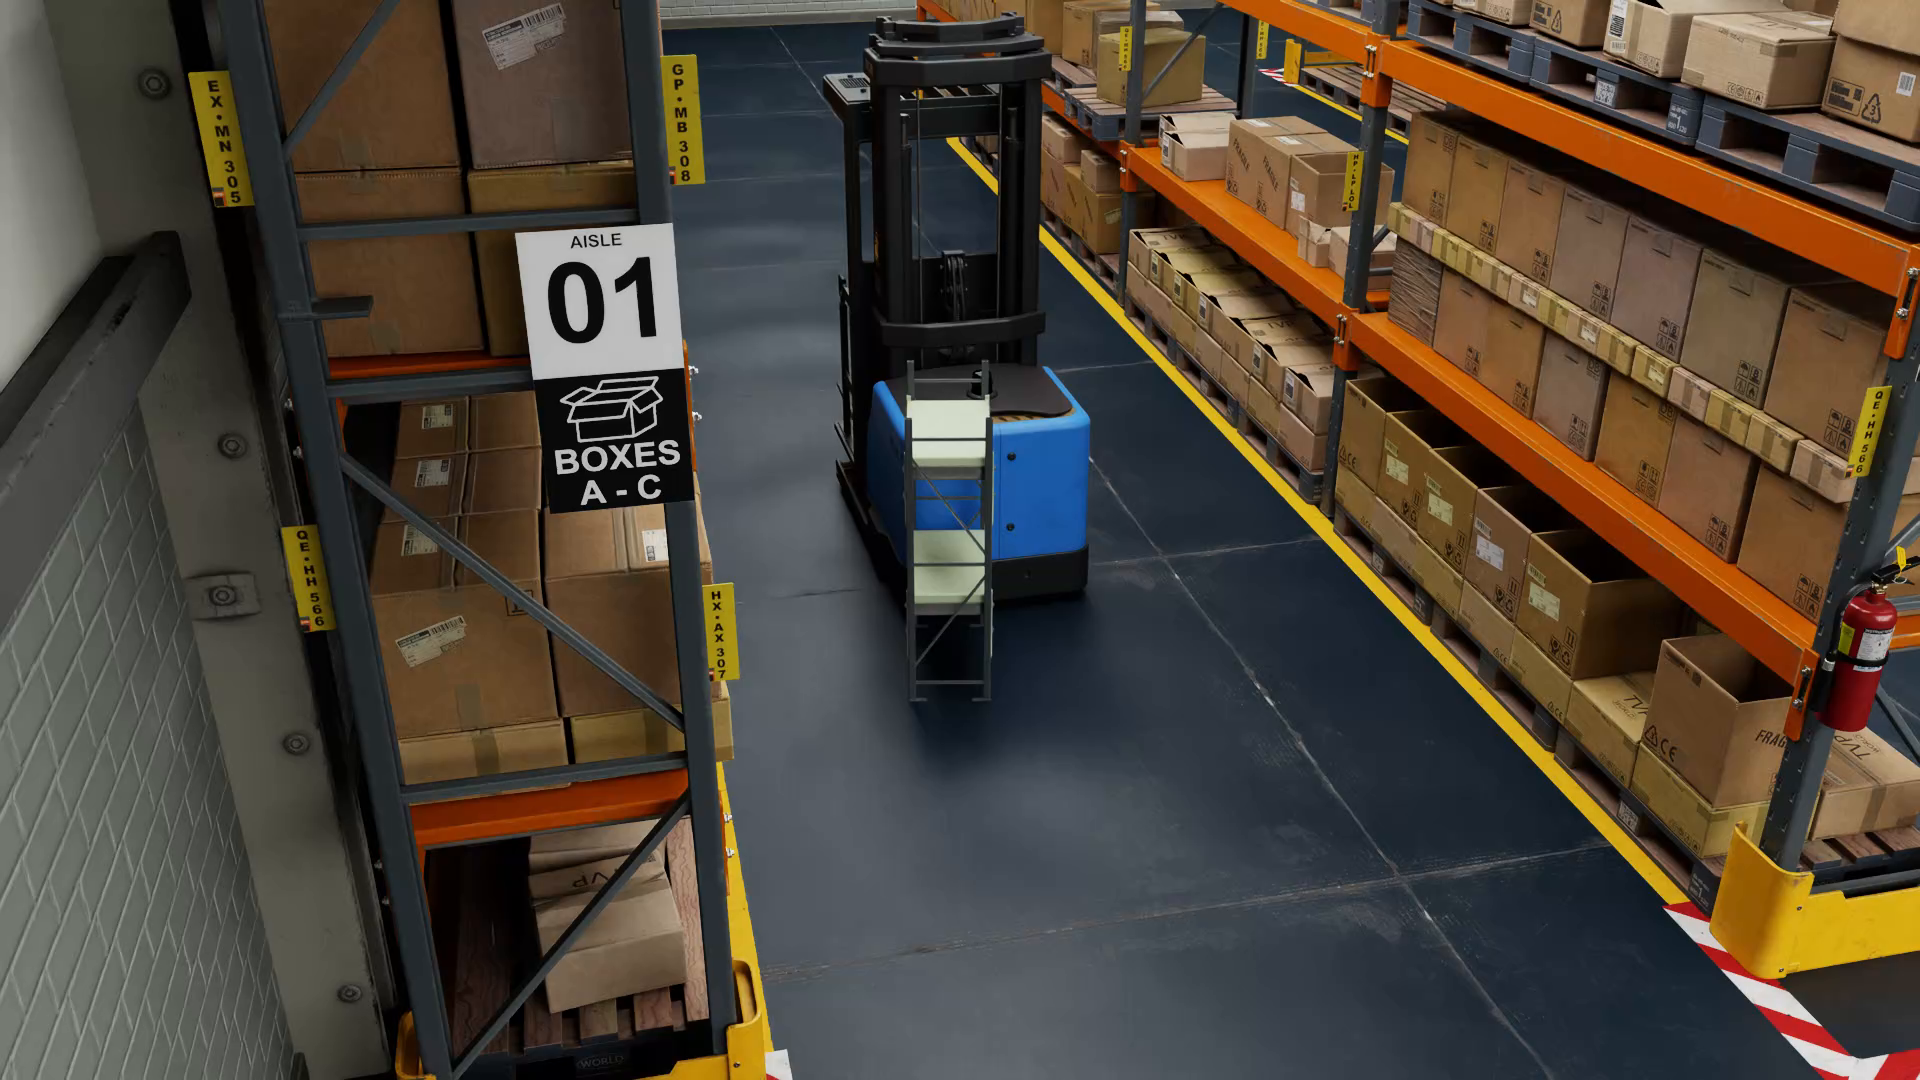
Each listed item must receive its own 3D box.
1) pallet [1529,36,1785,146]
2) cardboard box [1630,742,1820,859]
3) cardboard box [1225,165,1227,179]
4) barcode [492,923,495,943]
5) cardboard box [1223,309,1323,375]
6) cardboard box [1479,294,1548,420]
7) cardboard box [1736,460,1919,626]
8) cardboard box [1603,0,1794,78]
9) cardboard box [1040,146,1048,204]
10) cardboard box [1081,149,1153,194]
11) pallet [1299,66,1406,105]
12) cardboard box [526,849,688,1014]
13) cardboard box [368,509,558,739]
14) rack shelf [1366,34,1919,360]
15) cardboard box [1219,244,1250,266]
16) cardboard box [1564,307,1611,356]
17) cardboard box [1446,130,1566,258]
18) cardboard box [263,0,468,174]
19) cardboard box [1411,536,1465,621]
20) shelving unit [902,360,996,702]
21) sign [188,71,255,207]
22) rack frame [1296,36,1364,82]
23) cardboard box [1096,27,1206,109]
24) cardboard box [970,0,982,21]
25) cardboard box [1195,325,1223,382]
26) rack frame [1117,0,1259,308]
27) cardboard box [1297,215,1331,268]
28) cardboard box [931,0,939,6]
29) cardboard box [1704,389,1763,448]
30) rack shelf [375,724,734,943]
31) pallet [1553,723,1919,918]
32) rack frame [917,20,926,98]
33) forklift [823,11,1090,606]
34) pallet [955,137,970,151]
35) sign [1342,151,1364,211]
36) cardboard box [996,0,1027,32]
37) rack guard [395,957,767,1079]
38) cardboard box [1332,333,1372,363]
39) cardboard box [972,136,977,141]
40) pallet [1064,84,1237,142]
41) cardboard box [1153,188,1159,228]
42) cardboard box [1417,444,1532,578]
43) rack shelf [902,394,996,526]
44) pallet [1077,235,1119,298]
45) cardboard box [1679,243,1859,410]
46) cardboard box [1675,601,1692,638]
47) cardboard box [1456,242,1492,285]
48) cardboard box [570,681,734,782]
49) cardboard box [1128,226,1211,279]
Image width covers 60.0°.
[{"bbox_3d":[3.174,-1.937,7.028,1.003,0.211,1.213,-6,27,-12],"label":"pallet"},{"bbox_3d":[3.178,1.047,6.932,0.500,0.250,0.500,-6,27,-12],"label":"cardboard box"},{"bbox_3d":[2.126,-2.633,11.917,0.380,0.149,0.250,-4,27,-8],"label":"cardboard box"},{"bbox_3d":[-1.701,1.437,6.060,0.001,0.075,0.075,-6,27,-12],"label":"barcode"},{"bbox_3d":[2.081,-1.350,11.058,0.500,0.311,0.500,-6,27,-12],"label":"cardboard box"},{"bbox_3d":[3.025,-0.943,8.177,0.700,0.500,0.500,-6,27,-11],"label":"cardboard box"},{"bbox_3d":[3.494,-0.038,6.386,0.700,0.500,0.500,-6,27,-12],"label":"cardboard box"},{"bbox_3d":[2.945,-2.060,6.650,0.500,0.311,0.500,-3,27,-6],"label":"cardboard box"},{"bbox_3d":[0.990,-3.446,15.534,0.500,0.500,0.500,-6,27,-11],"label":"cardboard box"},{"bbox_3d":[1.327,-3.126,14.068,0.500,0.250,0.500,-5,27,-10],"label":"cardboard box"},{"bbox_3d":[4.955,-5.702,20.813,1.003,0.211,1.213,-6,27,-12],"label":"pallet"},{"bbox_3d":[-1.307,1.408,6.127,0.500,0.311,0.500,-9,28,-17],"label":"cardboard box"},{"bbox_3d":[-1.552,0.255,5.228,0.500,0.500,0.500,-6,27,-12],"label":"cardboard box"},{"bbox_3d":[3.136,-1.683,7.226,1.077,0.370,4.000,-6,27,-12],"label":"rack shelf"},{"bbox_3d":[2.265,-2.077,12.500,0.500,0.311,0.500,-6,27,-12],"label":"cardboard box"},{"bbox_3d":[2.963,-0.951,7.474,0.380,0.149,0.250,-6,27,-12],"label":"cardboard box"},{"bbox_3d":[2.906,-1.751,8.340,0.700,0.500,0.500,-6,27,-12],"label":"cardboard box"},{"bbox_3d":[-1.591,-1.285,4.394,0.500,0.500,0.500,-5,27,-9],"label":"cardboard box"},{"bbox_3d":[2.709,0.171,8.668,0.500,0.250,0.500,-6,27,-12],"label":"cardboard box"},{"bbox_3d":[-0.055,-0.045,8.175,0.431,1.500,0.755,0,27,-1],"label":"shelving unit"},{"bbox_3d":[-1.784,-0.970,4.031,0.100,0.325,0.005,-6,27,-12],"label":"sign"},{"bbox_3d":[4.807,-7.313,20.910,1.000,3.000,0.127,-6,27,-12],"label":"rack frame"},{"bbox_3d":[1.532,-3.797,13.366,0.700,0.500,0.500,-16,31,-29],"label":"cardboard box"},{"bbox_3d":[0.402,-5.520,17.246,0.500,0.500,0.500,-5,27,-10],"label":"cardboard box"},{"bbox_3d":[1.968,-1.326,11.635,0.500,0.250,0.500,-5,27,-11],"label":"cardboard box"},{"bbox_3d":[1.783,-3.300,12.958,1.000,3.000,0.127,-6,27,-12],"label":"rack frame"},{"bbox_3d":[2.308,-1.851,10.237,0.396,0.266,0.258,-7,28,-13],"label":"cardboard box"},{"bbox_3d":[-0.055,-6.409,19.007,0.500,0.500,0.500,-6,27,-12],"label":"cardboard box"},{"bbox_3d":[3.196,-0.497,6.575,0.380,0.149,0.250,-6,27,-12],"label":"cardboard box"},{"bbox_3d":[-1.690,0.160,6.902,1.077,0.370,4.000,-6,27,-12],"label":"rack shelf"},{"bbox_3d":[3.373,1.126,7.285,1.003,0.211,1.213,-6,27,-12],"label":"pallet"},{"bbox_3d":[-0.019,-6.812,19.916,1.000,3.000,0.127,-6,27,-12],"label":"rack frame"},{"bbox_3d":[-0.150,-1.584,9.636,1.130,2.935,3.031,-6,27,-12],"label":"forklift"},{"bbox_3d":[0.450,-4.649,18.726,1.003,0.211,1.213,-6,27,-12],"label":"pallet"},{"bbox_3d":[2.158,-1.966,9.119,0.100,0.325,0.005,-6,27,-12],"label":"sign"},{"bbox_3d":[0.771,-5.057,15.863,0.700,0.500,0.500,-16,31,-29],"label":"cardboard box"},{"bbox_3d":[-1.256,1.800,5.630,1.175,0.500,0.348,-6,27,-12],"label":"rack guard"},{"bbox_3d":[2.727,-1.181,10.724,0.500,0.311,0.500,-6,27,-12],"label":"cardboard box"},{"bbox_3d":[0.334,-4.359,17.733,0.380,0.149,0.250,-6,27,-12],"label":"cardboard box"},{"bbox_3d":[1.562,-3.504,13.577,1.213,0.211,1.003,-6,27,-12],"label":"pallet"},{"bbox_3d":[1.836,-2.838,14.330,0.500,0.500,0.500,-7,28,-13],"label":"cardboard box"},{"bbox_3d":[2.710,-0.164,8.499,0.500,0.500,0.500,-6,27,-12],"label":"cardboard box"},{"bbox_3d":[-0.055,-0.394,7.999,0.431,0.370,0.720,0,27,-1],"label":"rack shelf"},{"bbox_3d":[1.652,-2.386,14.244,1.003,0.211,1.213,-6,27,-12],"label":"pallet"},{"bbox_3d":[3.358,-0.871,6.596,0.700,0.500,0.500,-7,28,-13],"label":"cardboard box"},{"bbox_3d":[3.442,0.222,7.734,0.500,0.500,0.500,-6,27,-12],"label":"cardboard box"},{"bbox_3d":[2.734,-1.402,8.368,0.380,0.149,0.250,-6,27,-12],"label":"cardboard box"},{"bbox_3d":[-1.040,0.529,5.518,0.500,0.250,0.500,-7,28,-13],"label":"cardboard box"},{"bbox_3d":[1.615,-2.250,12.842,0.500,0.311,0.500,-5,27,-10],"label":"cardboard box"}]
